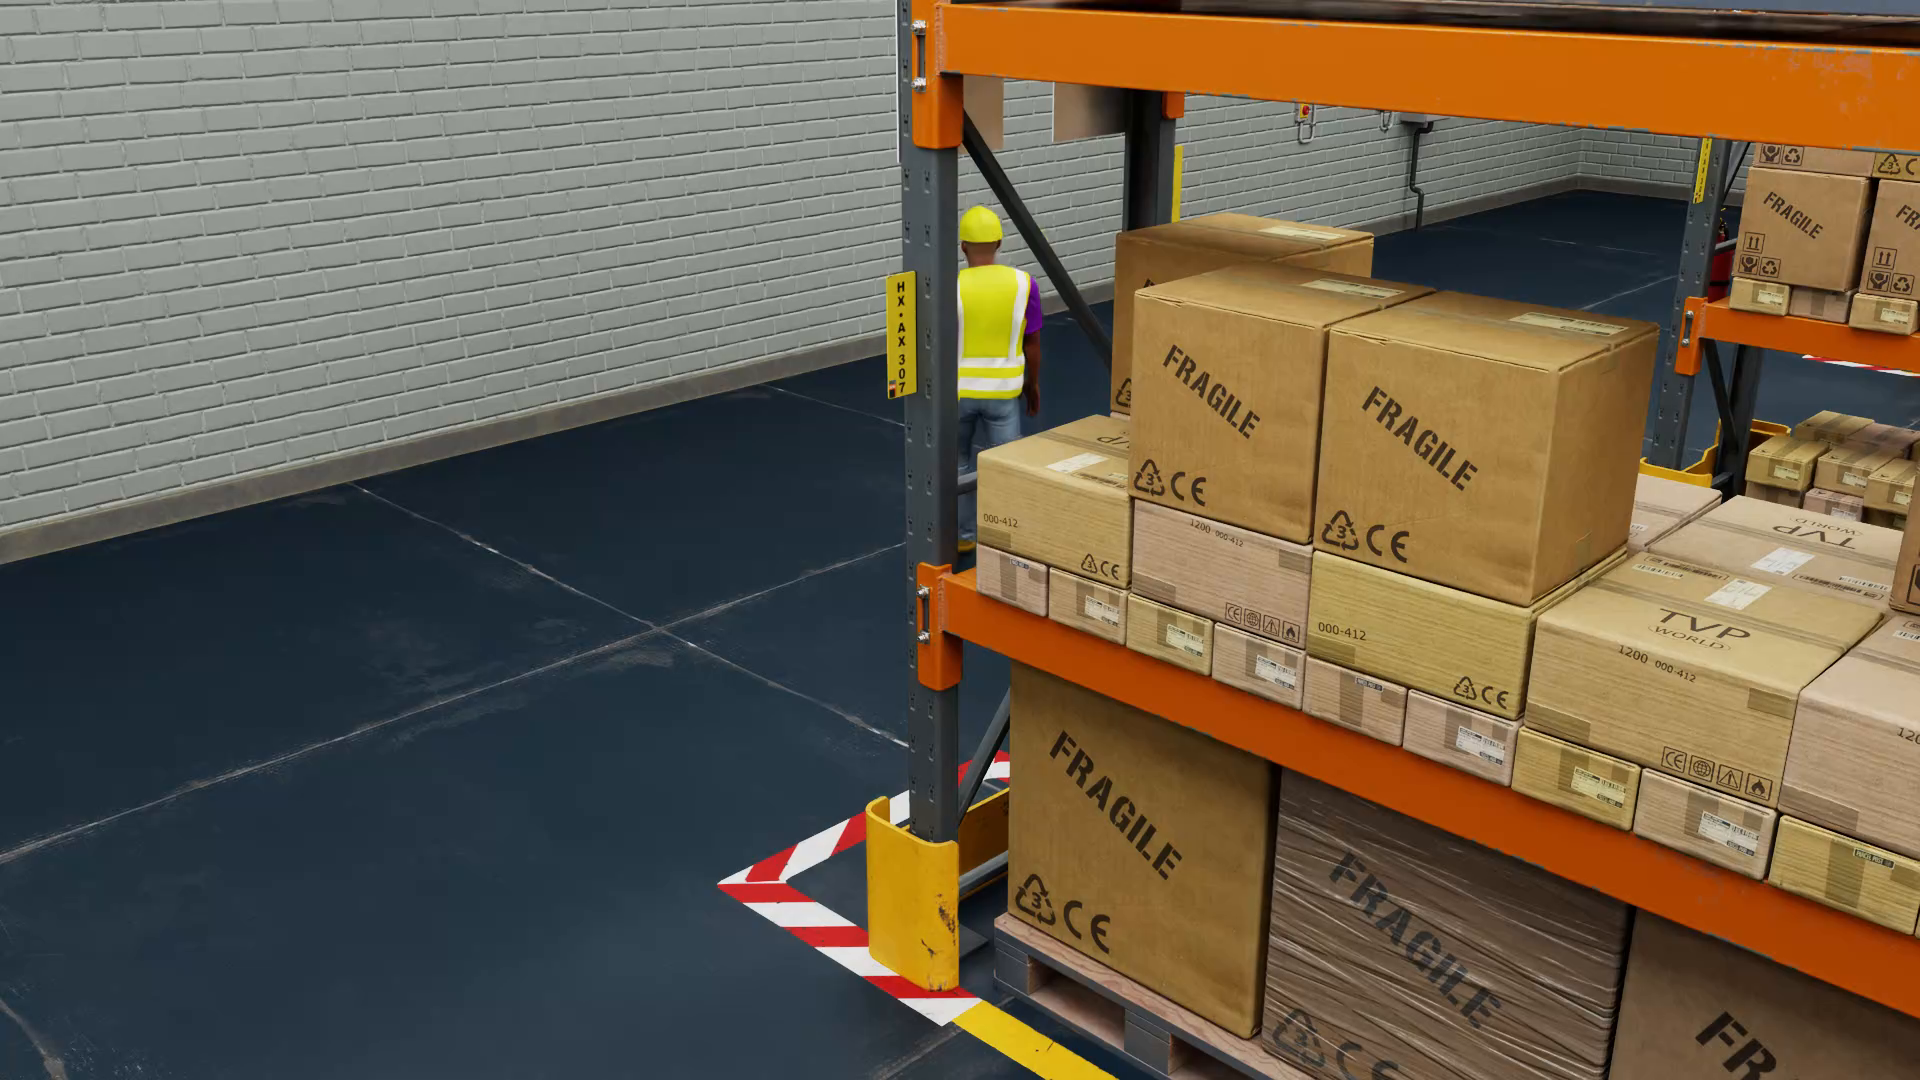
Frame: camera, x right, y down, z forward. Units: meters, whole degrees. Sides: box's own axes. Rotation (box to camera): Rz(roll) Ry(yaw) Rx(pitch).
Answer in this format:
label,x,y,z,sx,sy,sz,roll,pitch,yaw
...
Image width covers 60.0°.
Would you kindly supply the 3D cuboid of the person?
label,x,y,z,sx,sy,sz,roll,pitch,yaw
person,0.121,-0.712,7.930,0.581,1.739,0.849,-3,21,-8
